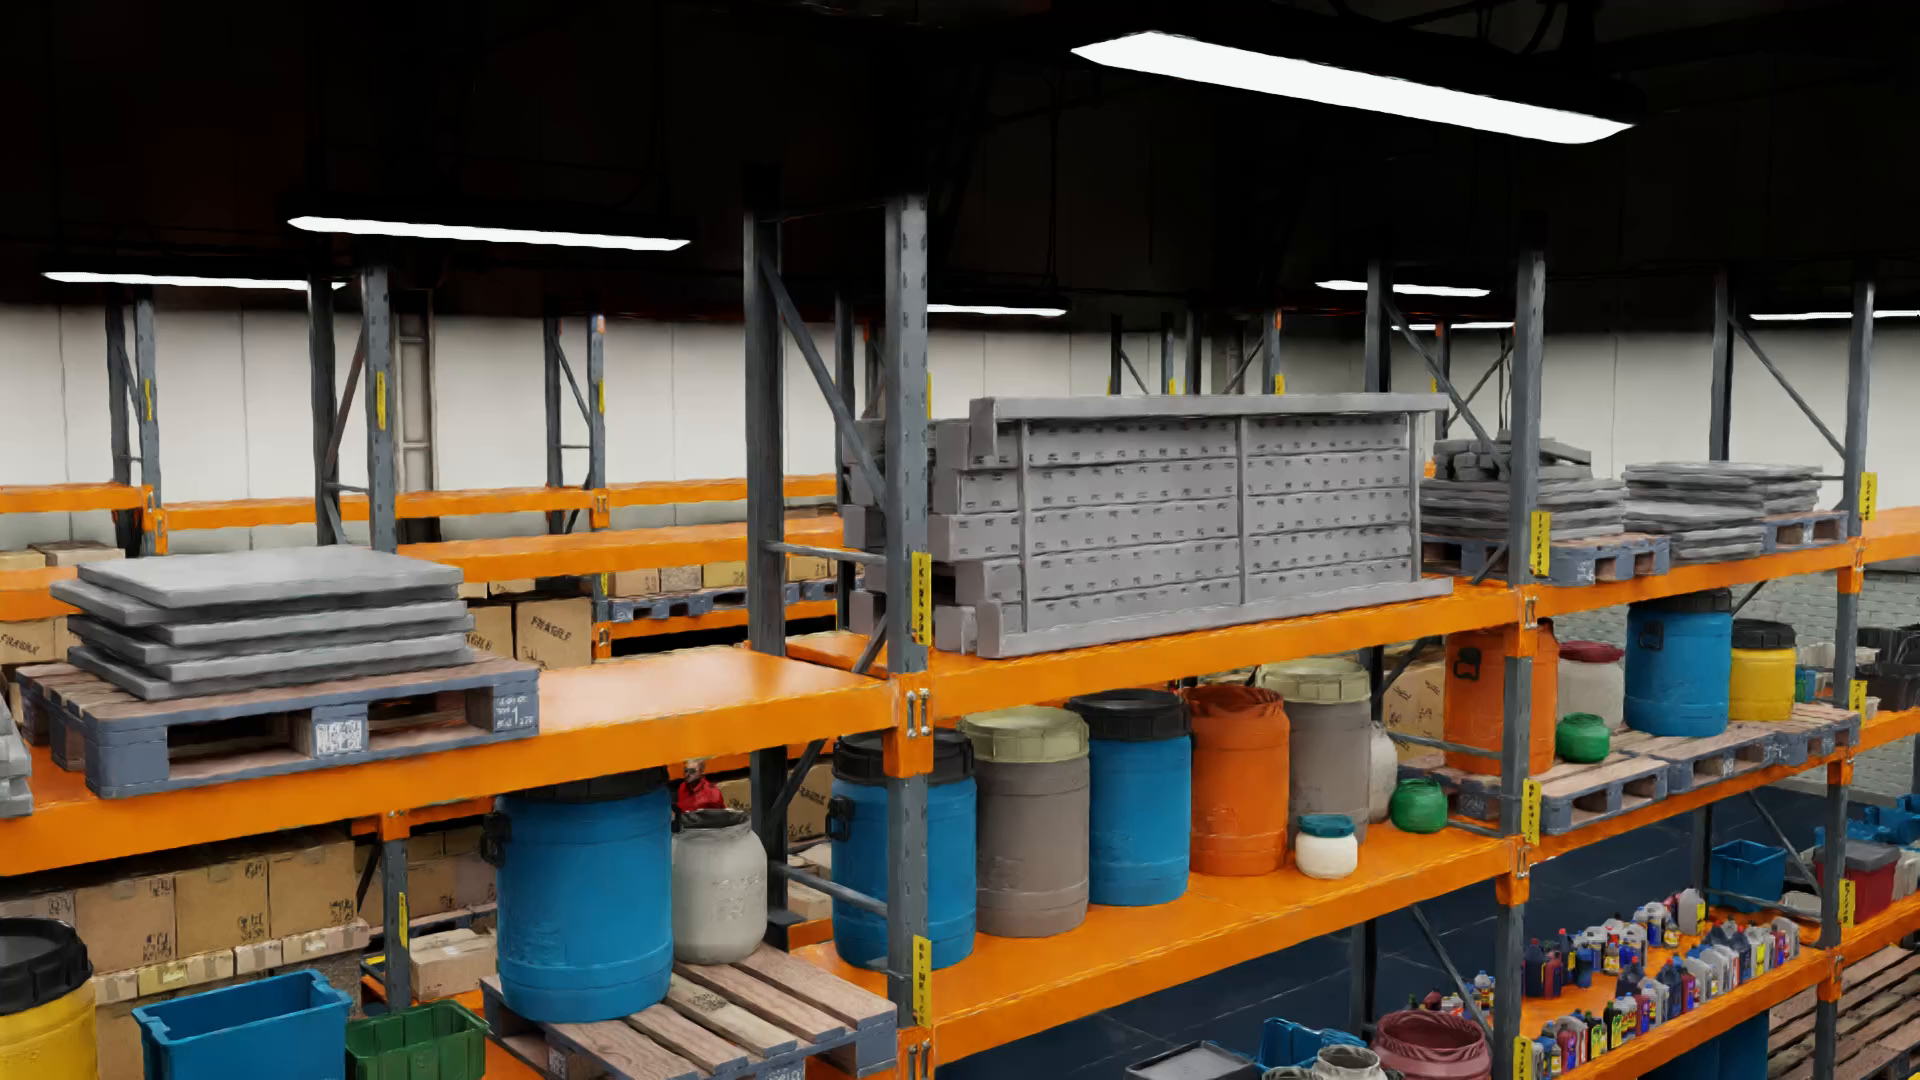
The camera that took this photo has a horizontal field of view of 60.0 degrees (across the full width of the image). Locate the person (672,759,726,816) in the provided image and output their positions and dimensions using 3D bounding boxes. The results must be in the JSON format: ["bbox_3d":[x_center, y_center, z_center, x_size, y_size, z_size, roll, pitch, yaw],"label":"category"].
[{"bbox_3d":[-2.445,2.833,15.501,0.536,1.658,1.036,5,7,42],"label":"person"}]
